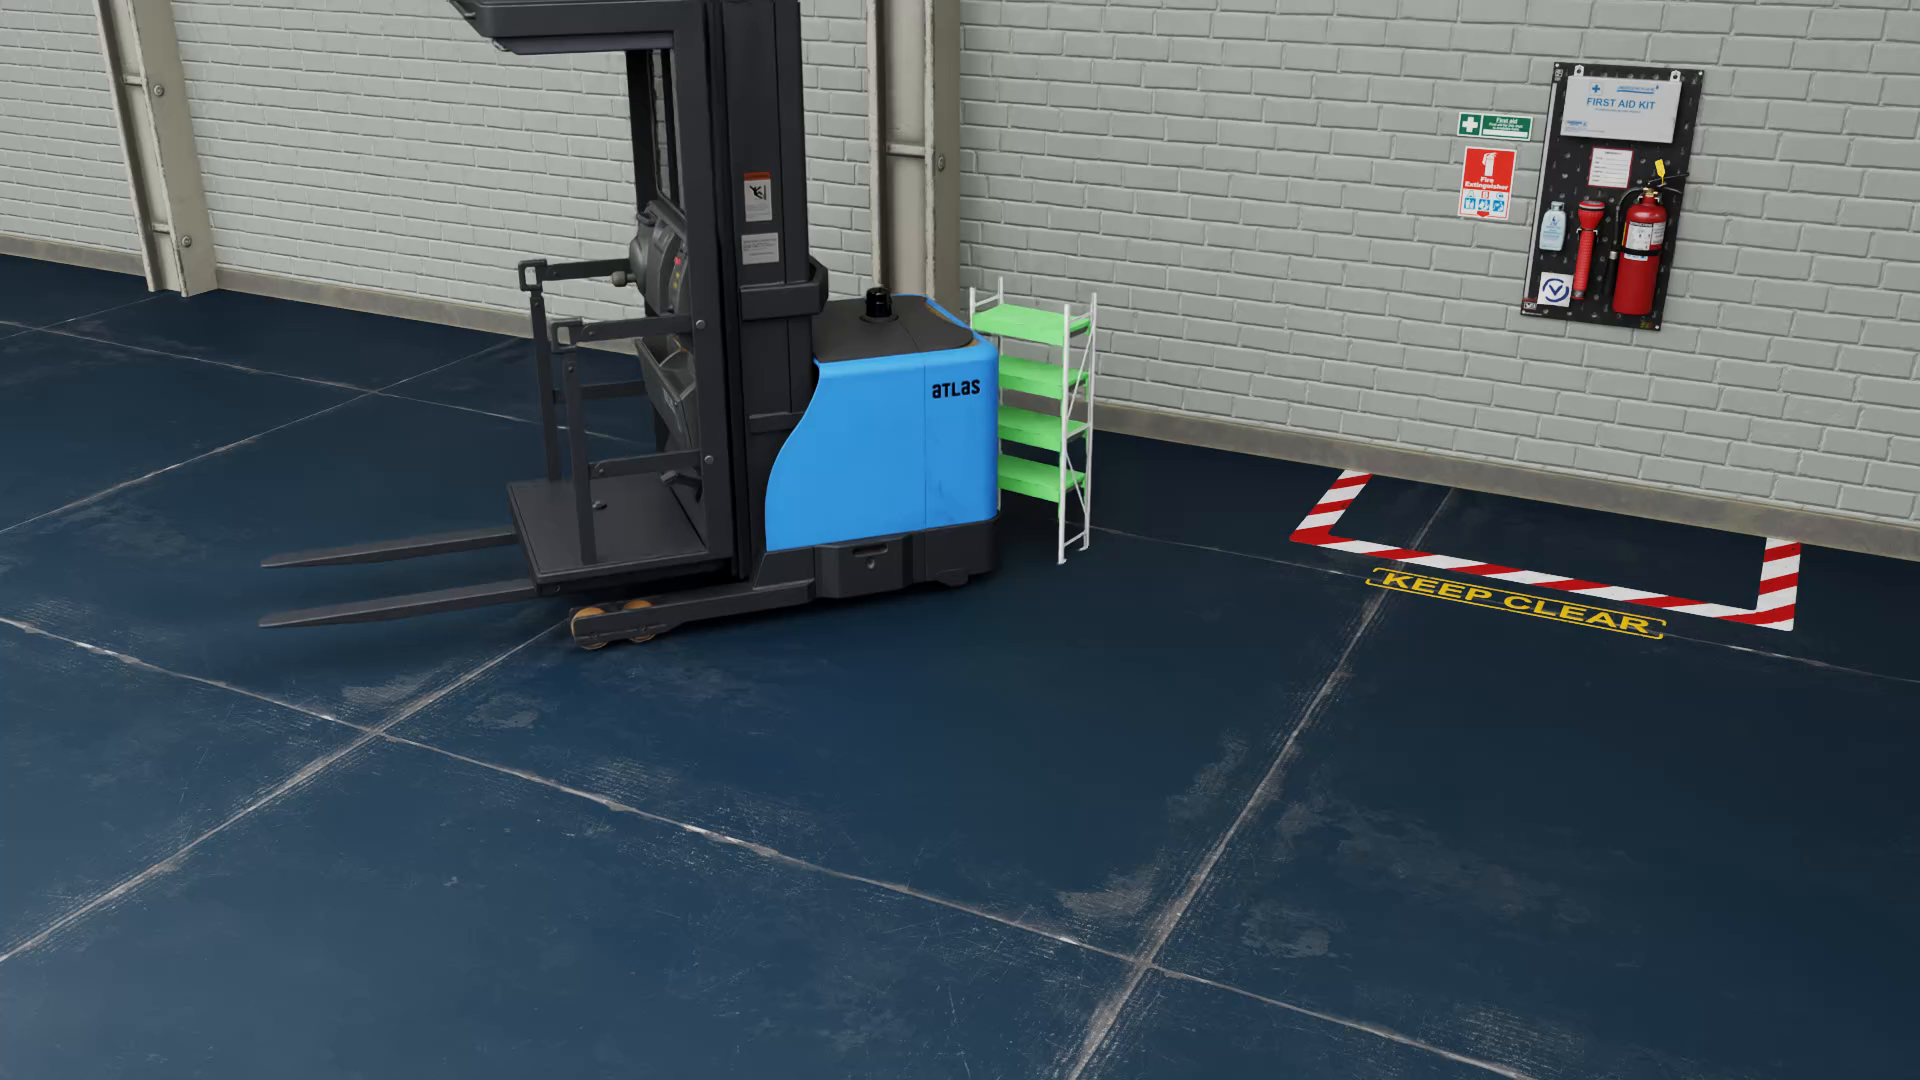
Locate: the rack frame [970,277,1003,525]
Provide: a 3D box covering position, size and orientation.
[{"bbox_3d":[0.119,-0.589,7.602,0.015,1.200,0.240,15,27,32],"label":"rack frame"}]

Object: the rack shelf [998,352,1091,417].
[{"bbox_3d":[0.319,-0.696,7.404,0.480,0.148,0.258,15,27,32],"label":"rack shelf"}]

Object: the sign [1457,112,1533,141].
[{"bbox_3d":[2.475,-1.916,7.699,0.331,0.109,0.001,11,25,25],"label":"sign"}]

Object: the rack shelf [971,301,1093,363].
[{"bbox_3d":[0.319,-0.917,7.310,0.480,0.148,0.258,15,27,32],"label":"rack shelf"}]

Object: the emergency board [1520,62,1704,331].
[{"bbox_3d":[2.922,-1.526,7.505,0.643,1.169,0.194,11,25,25],"label":"emergency board"}]

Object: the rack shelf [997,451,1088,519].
[{"bbox_3d":[0.319,-0.255,7.592,0.480,0.148,0.258,15,27,32],"label":"rack shelf"}]

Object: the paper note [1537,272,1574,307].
[{"bbox_3d":[2.795,-1.176,7.808,0.142,0.148,0.016,11,25,25],"label":"paper note"}]

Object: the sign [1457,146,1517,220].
[{"bbox_3d":[2.475,-1.676,7.812,0.234,0.329,0.001,11,25,25],"label":"sign"}]

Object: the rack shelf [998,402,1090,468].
[{"bbox_3d":[0.319,-0.475,7.498,0.480,0.148,0.258,15,27,32],"label":"rack shelf"}]

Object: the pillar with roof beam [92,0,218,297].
[{"bbox_3d":[-7.542,-4.452,6.721,0.400,9.000,9.100,11,25,25],"label":"pillar with roof beam"}]

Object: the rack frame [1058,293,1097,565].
[{"bbox_3d":[0.518,-0.480,7.344,0.015,1.200,0.240,15,27,32],"label":"rack frame"}]

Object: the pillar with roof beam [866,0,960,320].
[{"bbox_3d":[-2.187,-3.393,4.229,0.400,9.000,9.100,11,25,25],"label":"pillar with roof beam"}]

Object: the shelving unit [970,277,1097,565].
[{"bbox_3d":[0.319,-0.534,7.473,0.503,1.200,0.258,15,27,32],"label":"shelving unit"}]

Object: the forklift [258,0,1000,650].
[{"bbox_3d":[-1.396,-1.140,6.686,3.031,2.935,1.130,-8,24,-19],"label":"forklift"}]
